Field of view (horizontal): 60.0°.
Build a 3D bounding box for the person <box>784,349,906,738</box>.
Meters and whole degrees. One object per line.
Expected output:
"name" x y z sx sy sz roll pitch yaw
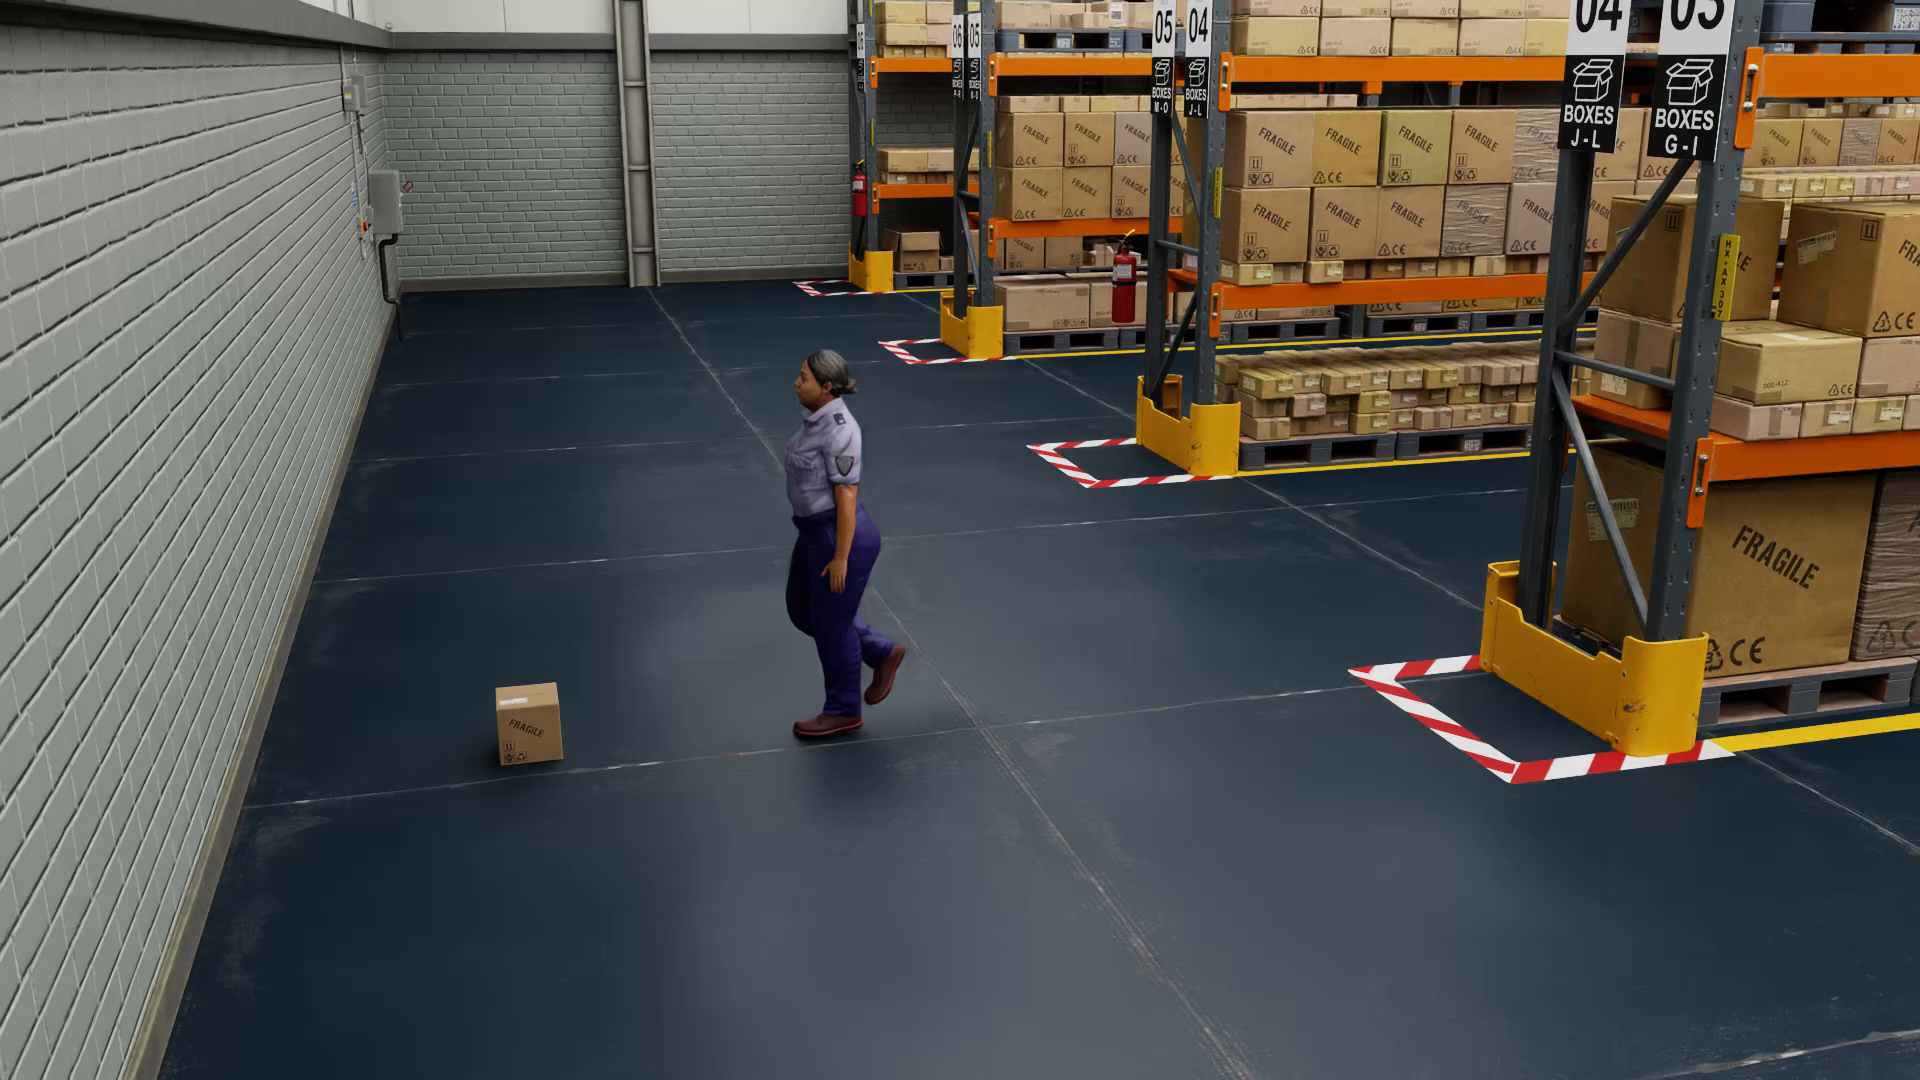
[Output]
"person" -0.468 0.005 6.976 0.531 1.639 0.487 -4 17 -14
